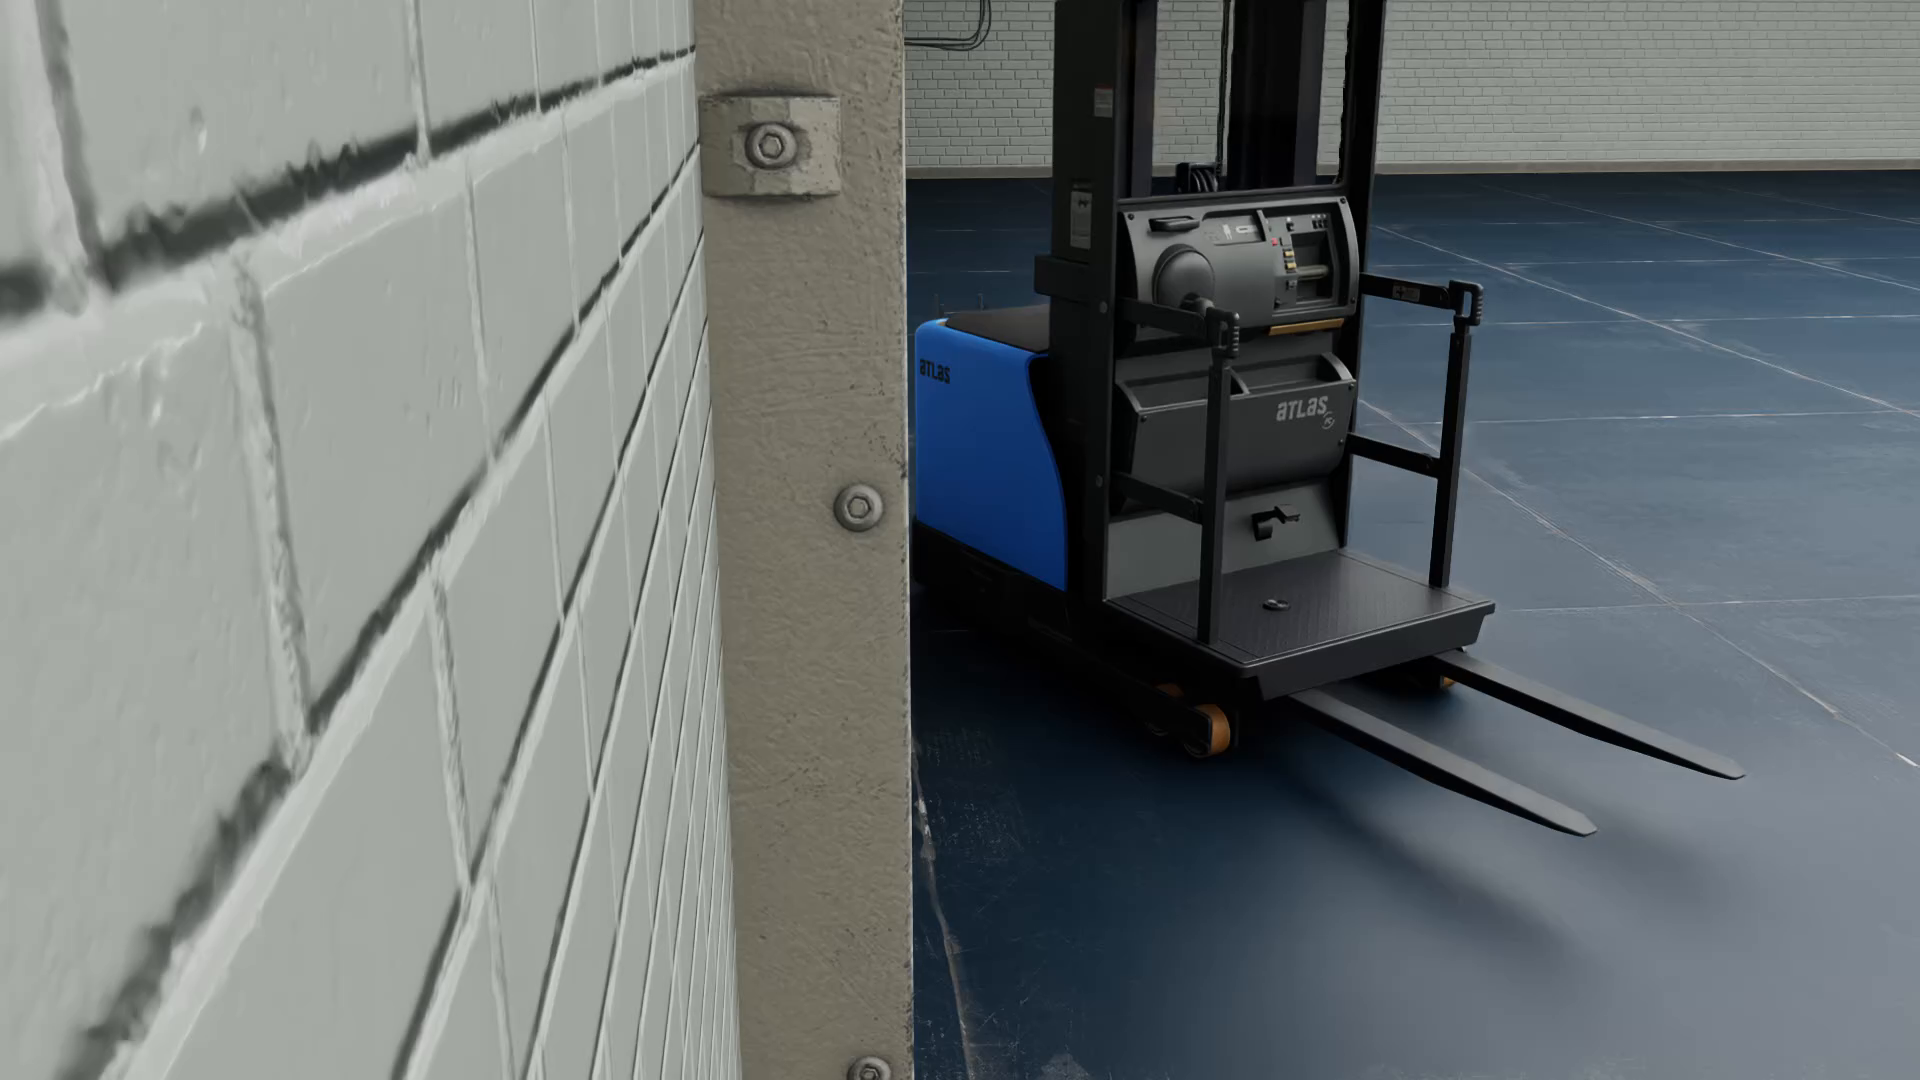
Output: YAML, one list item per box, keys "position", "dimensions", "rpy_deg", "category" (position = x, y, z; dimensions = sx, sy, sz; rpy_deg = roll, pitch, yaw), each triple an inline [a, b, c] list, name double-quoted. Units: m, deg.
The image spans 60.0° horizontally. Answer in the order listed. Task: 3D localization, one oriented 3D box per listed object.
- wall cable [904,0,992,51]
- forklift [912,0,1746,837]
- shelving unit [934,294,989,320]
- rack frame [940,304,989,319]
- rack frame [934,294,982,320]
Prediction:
- position: [-1.100, -7.849, 22.337]
  dimensions: [3.097, 2.526, 0.112]
  rpy_deg: [-2, 18, -6]
  category: "wall cable"
- position: [1.021, -0.894, 5.130]
  dimensions: [1.130, 2.935, 3.031]
  rpy_deg: [-11, 20, -30]
  category: "forklift"
- position: [0.006, -0.485, 6.969]
  dimensions: [0.215, 1.050, 0.252]
  rpy_deg: [-2, 18, -6]
  category: "shelving unit"
- position: [0.018, -0.449, 6.853]
  dimensions: [0.200, 1.050, 0.008]
  rpy_deg: [-2, 18, -6]
  category: "rack frame"
- position: [-0.007, -0.521, 7.085]
  dimensions: [0.200, 1.050, 0.008]
  rpy_deg: [-2, 18, -6]
  category: "rack frame"
